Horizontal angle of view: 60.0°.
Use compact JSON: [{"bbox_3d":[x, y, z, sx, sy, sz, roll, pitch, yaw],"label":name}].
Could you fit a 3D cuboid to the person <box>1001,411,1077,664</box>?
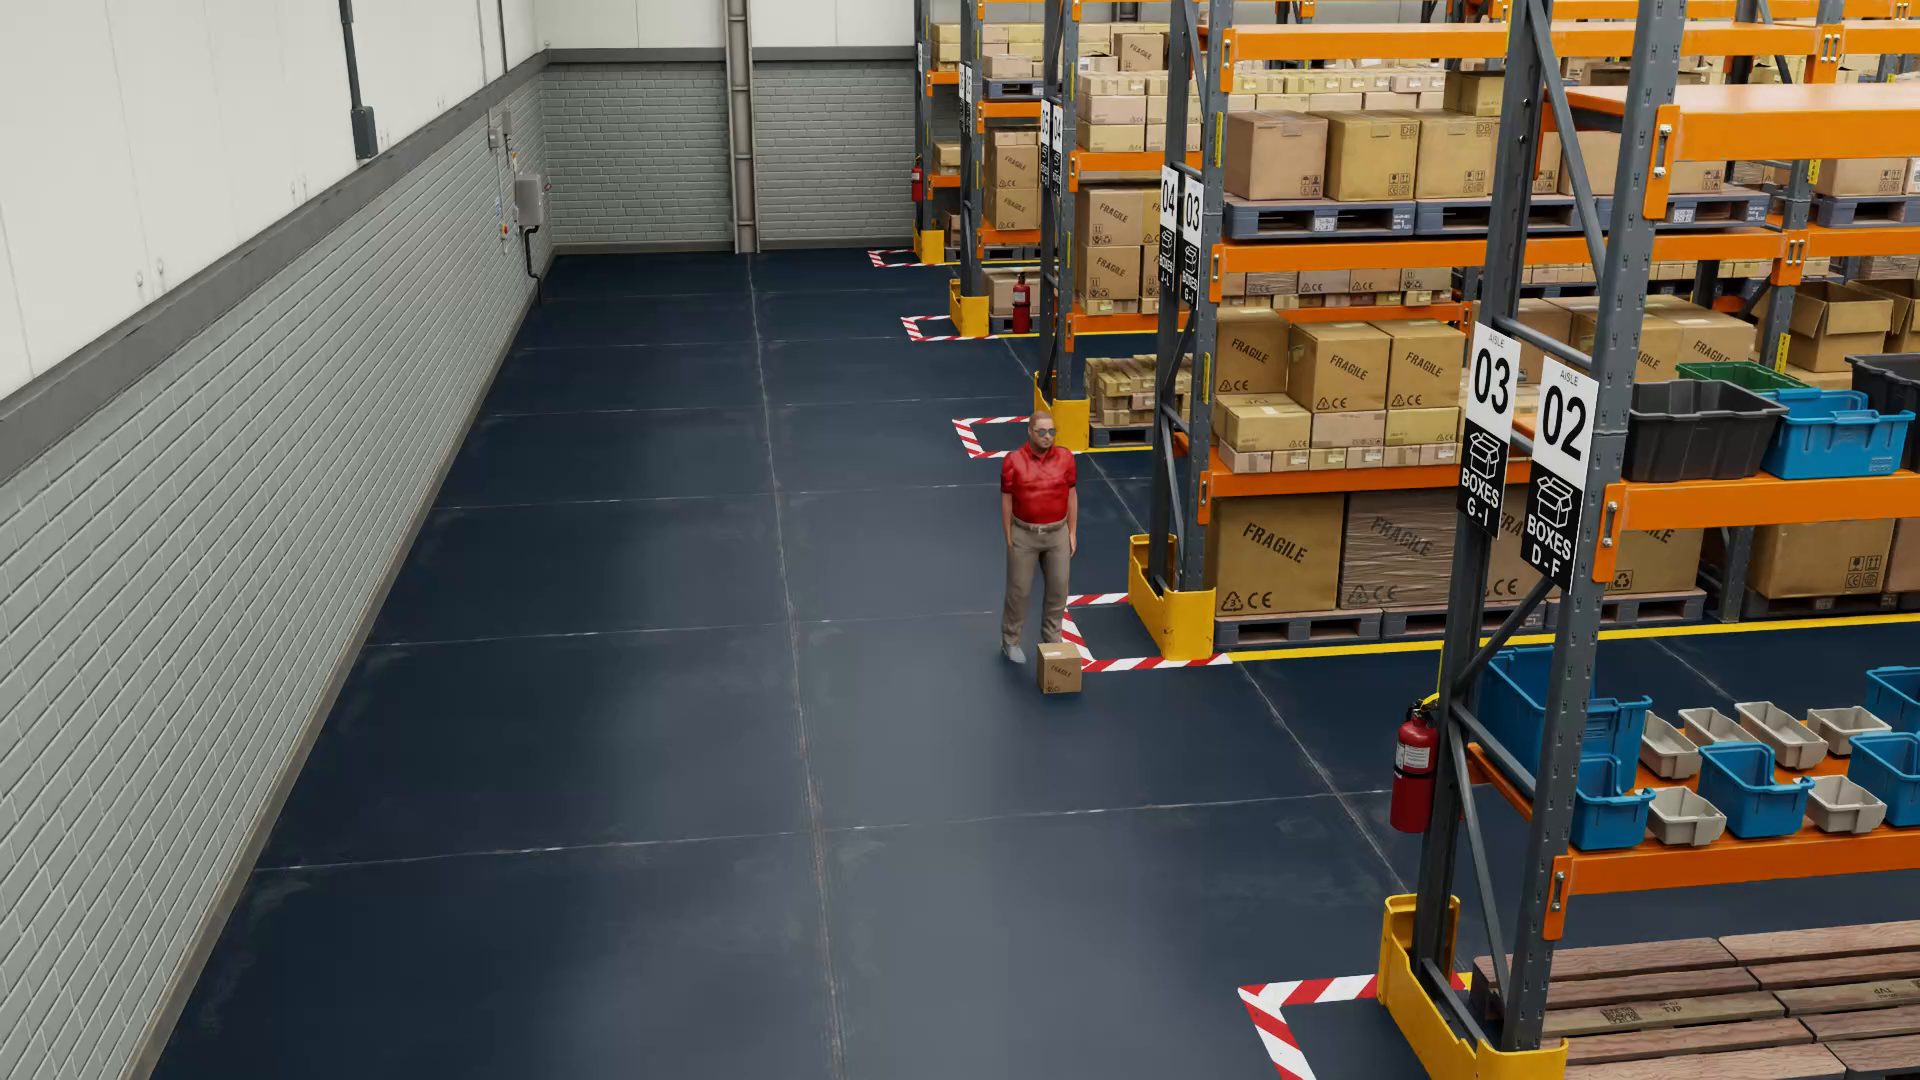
[{"bbox_3d":[0.543,0.001,11.165,0.527,1.764,0.370,-5,20,-13],"label":"person"}]
